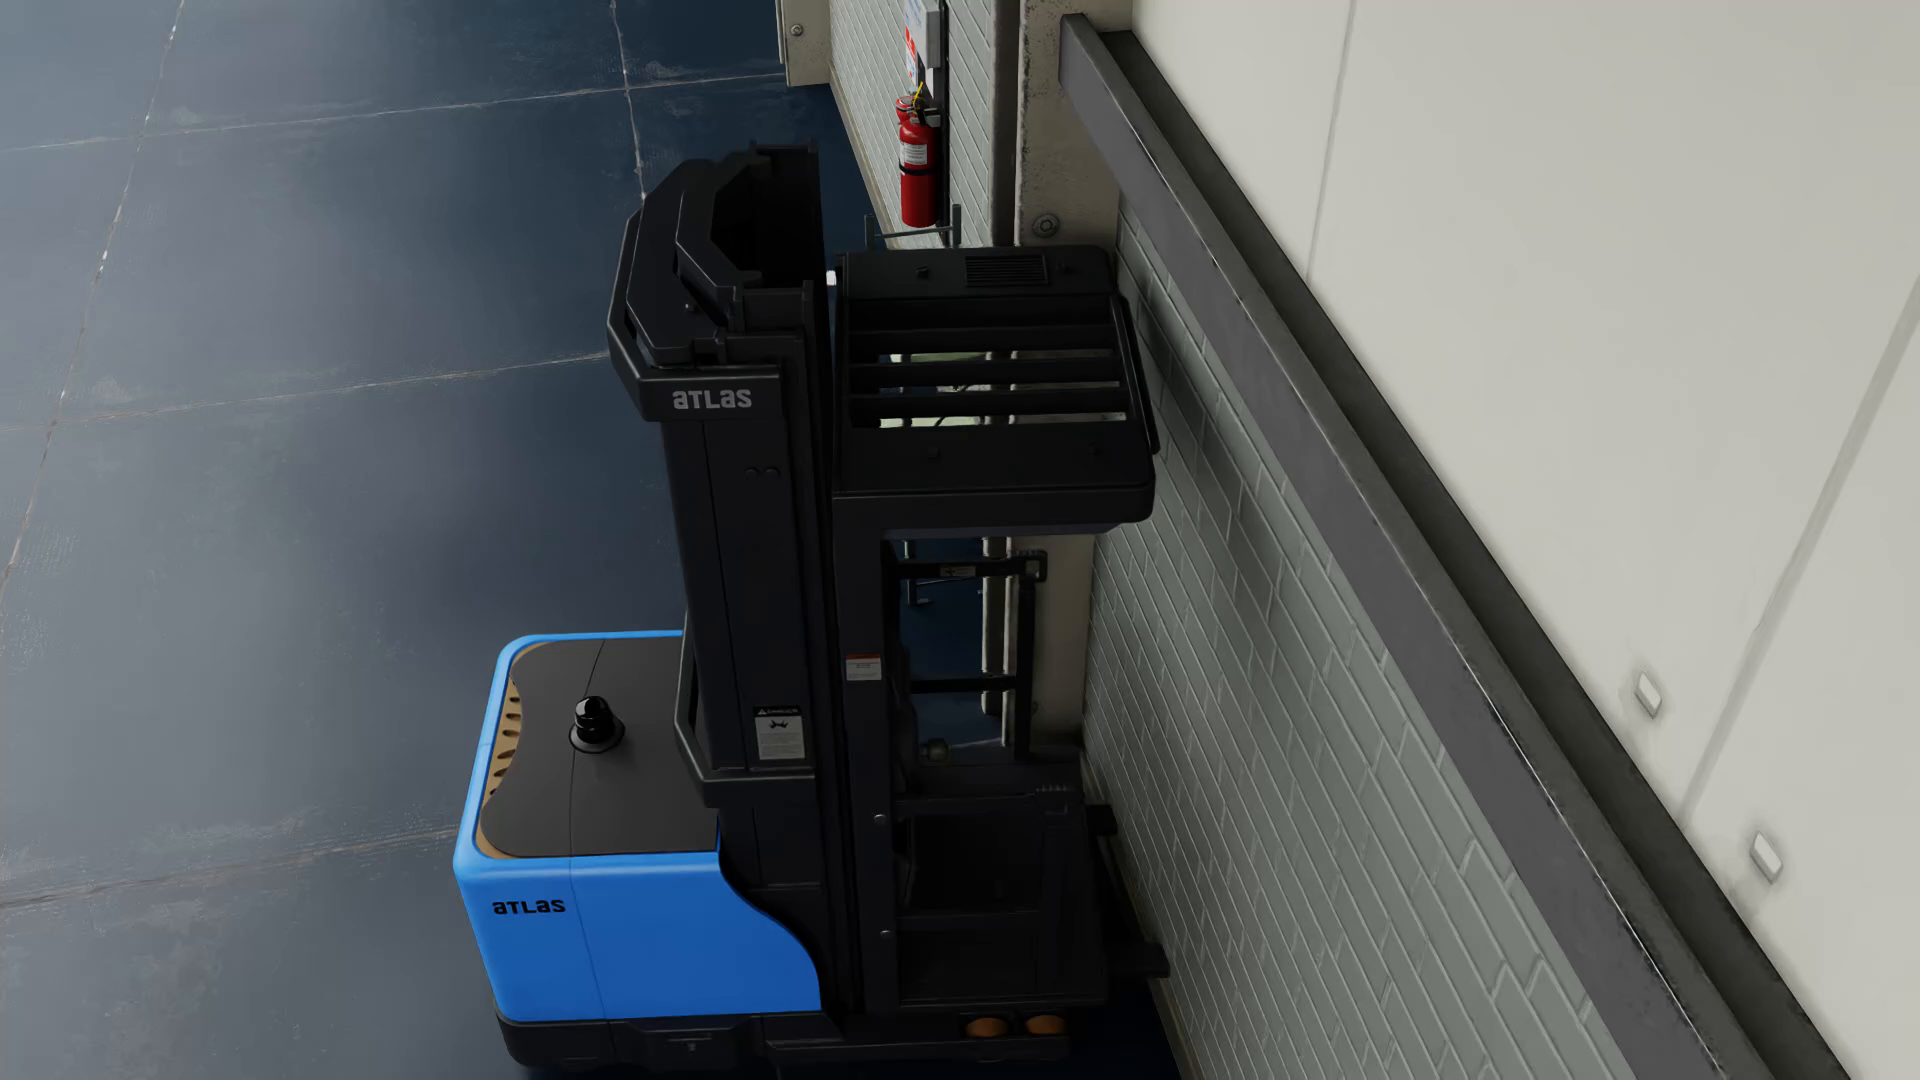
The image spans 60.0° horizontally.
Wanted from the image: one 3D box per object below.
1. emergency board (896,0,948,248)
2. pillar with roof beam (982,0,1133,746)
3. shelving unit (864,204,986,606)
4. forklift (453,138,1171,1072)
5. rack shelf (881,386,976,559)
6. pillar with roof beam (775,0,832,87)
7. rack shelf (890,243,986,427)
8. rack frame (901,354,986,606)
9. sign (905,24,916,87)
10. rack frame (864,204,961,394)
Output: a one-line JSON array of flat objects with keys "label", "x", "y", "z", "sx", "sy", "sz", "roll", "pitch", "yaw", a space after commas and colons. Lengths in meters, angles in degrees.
[{"label": "emergency board", "x": -0.216, "y": -1.953, "z": 7.472, "sx": 0.194, "sy": 1.169, "sz": 0.643, "roll": -8, "pitch": 42, "yaw": -9}, {"label": "pillar with roof beam", "x": -3.924, "y": -1.972, "z": 2.975, "sx": 9.100, "sy": 9.000, "sz": 0.400, "roll": -8, "pitch": 42, "yaw": -9}, {"label": "shelving unit", "x": -0.110, "y": -0.547, "z": 7.018, "sx": 0.431, "sy": 1.500, "sz": 0.755, "roll": -9, "pitch": 42, "yaw": -10}, {"label": "forklift", "x": -0.017, "y": 0.298, "z": 4.988, "sx": 3.031, "sy": 2.935, "sz": 1.130, "roll": -2, "pitch": 42, "yaw": -2}, {"label": "rack shelf", "x": -0.110, "y": -0.304, "z": 7.235, "sx": 0.431, "sy": 0.370, "sz": 0.720, "roll": -9, "pitch": 42, "yaw": -10}, {"label": "pillar with roof beam", "x": -5.219, "y": -5.862, "z": 7.357, "sx": 9.100, "sy": 9.000, "sz": 0.400, "roll": -8, "pitch": 42, "yaw": -9}, {"label": "rack shelf", "x": -0.110, "y": -0.839, "z": 6.759, "sx": 0.431, "sy": 0.370, "sz": 0.720, "roll": -9, "pitch": 42, "yaw": -10}, {"label": "rack frame", "x": -0.028, "y": -0.310, "z": 6.752, "sx": 0.400, "sy": 1.500, "sz": 0.023, "roll": -9, "pitch": 42, "yaw": -10}, {"label": "sign", "x": -0.235, "y": -2.340, "z": 7.881, "sx": 0.001, "sy": 0.329, "sz": 0.234, "roll": -8, "pitch": 42, "yaw": -9}, {"label": "rack frame", "x": -0.192, "y": -0.784, "z": 7.285, "sx": 0.400, "sy": 1.500, "sz": 0.023, "roll": -9, "pitch": 42, "yaw": -10}]
